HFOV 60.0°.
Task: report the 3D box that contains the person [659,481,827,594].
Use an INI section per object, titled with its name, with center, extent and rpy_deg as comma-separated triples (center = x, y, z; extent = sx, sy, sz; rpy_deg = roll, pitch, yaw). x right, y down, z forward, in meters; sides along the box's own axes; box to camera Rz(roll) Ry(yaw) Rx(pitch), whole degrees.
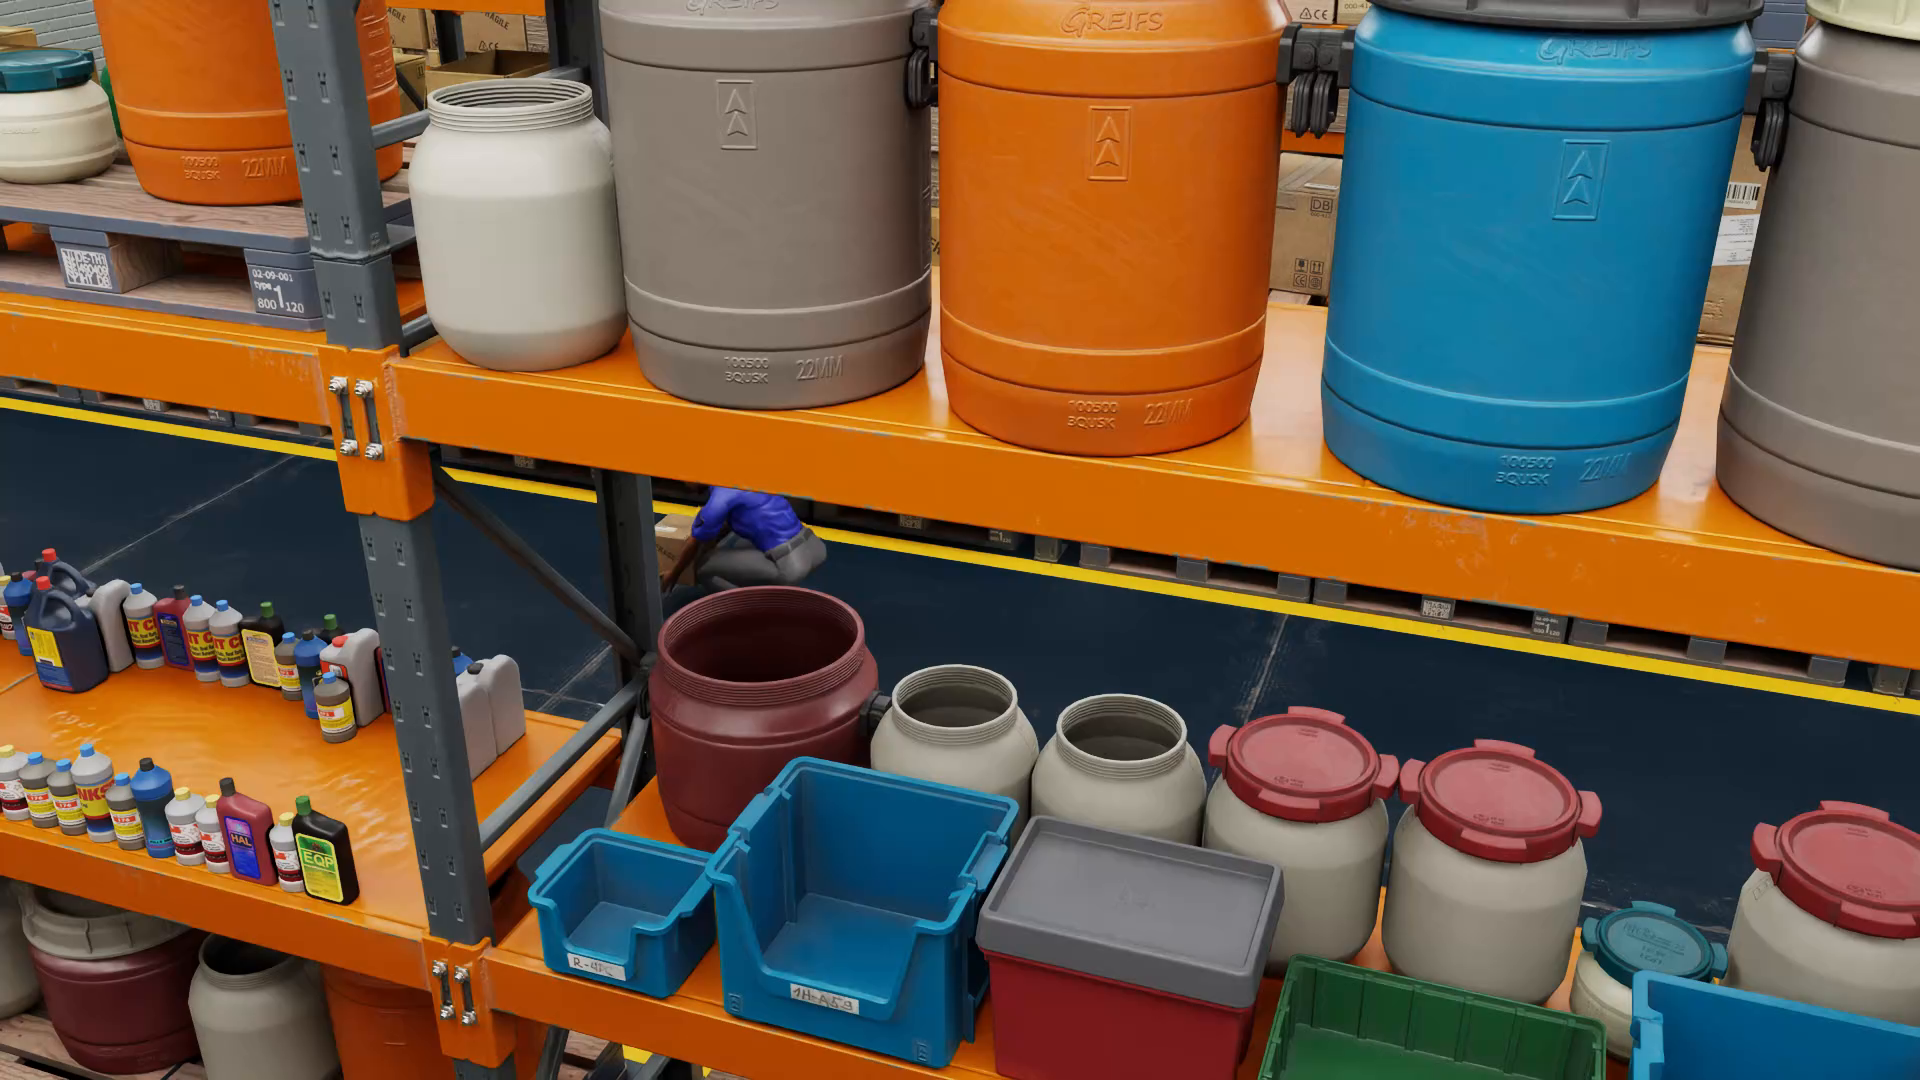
[person]
center = -1.060, -0.024, 8.012
extent = 0.827, 0.938, 0.472
rpy_deg = 10, 28, 19
